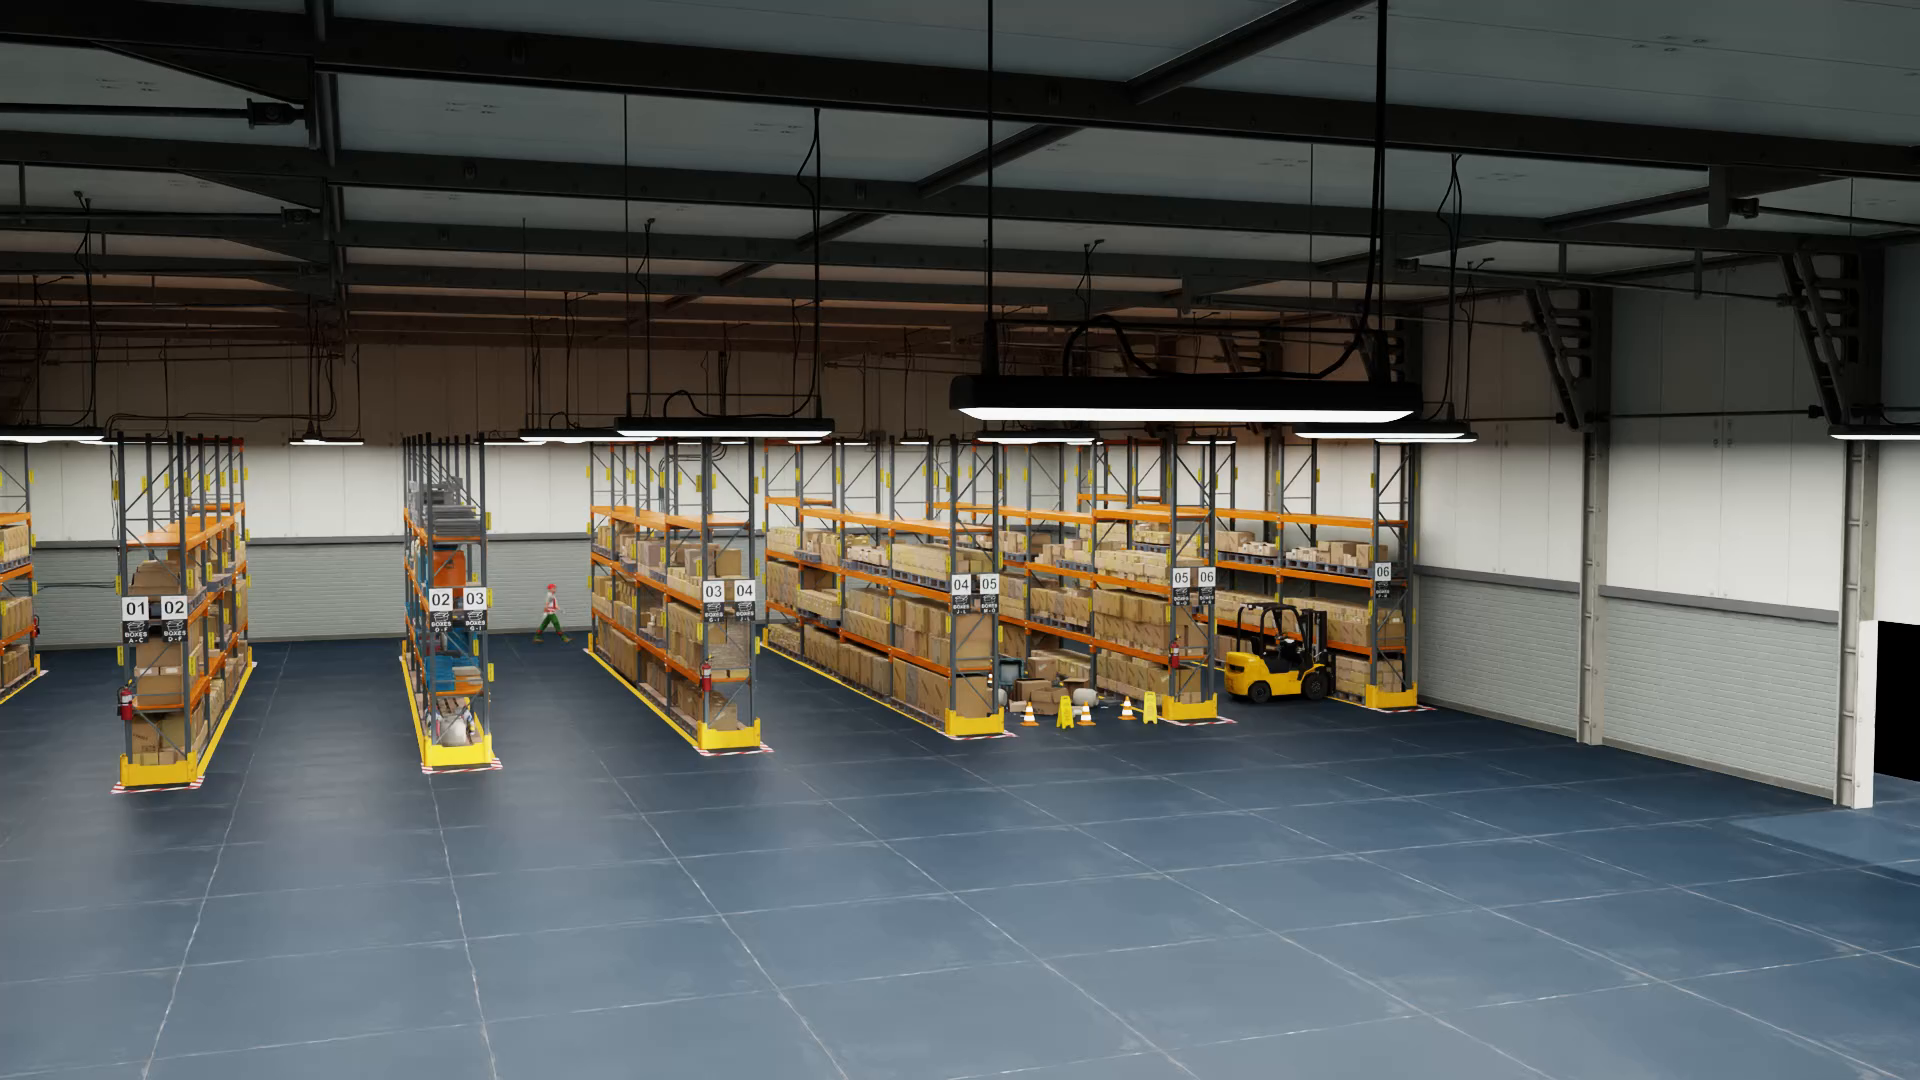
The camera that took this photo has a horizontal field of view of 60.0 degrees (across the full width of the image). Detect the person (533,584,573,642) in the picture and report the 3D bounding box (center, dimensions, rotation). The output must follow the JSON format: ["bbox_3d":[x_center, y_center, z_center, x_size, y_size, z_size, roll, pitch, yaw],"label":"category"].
[{"bbox_3d":[-11.935,2.137,48.738,1.120,1.714,0.539,-1,3,-16],"label":"person"}]

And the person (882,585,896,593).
[{"bbox_3d":[-2.287,1.951,52.713,0.587,1.762,0.511,3,4,44],"label":"person"}]

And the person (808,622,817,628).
[{"bbox_3d":[-4.453,2.119,50.581,0.420,1.586,0.536,2,4,37],"label":"person"}]

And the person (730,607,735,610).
[{"bbox_3d":[-6.798,2.082,50.881,0.569,1.630,1.123,0,3,1],"label":"person"}]
